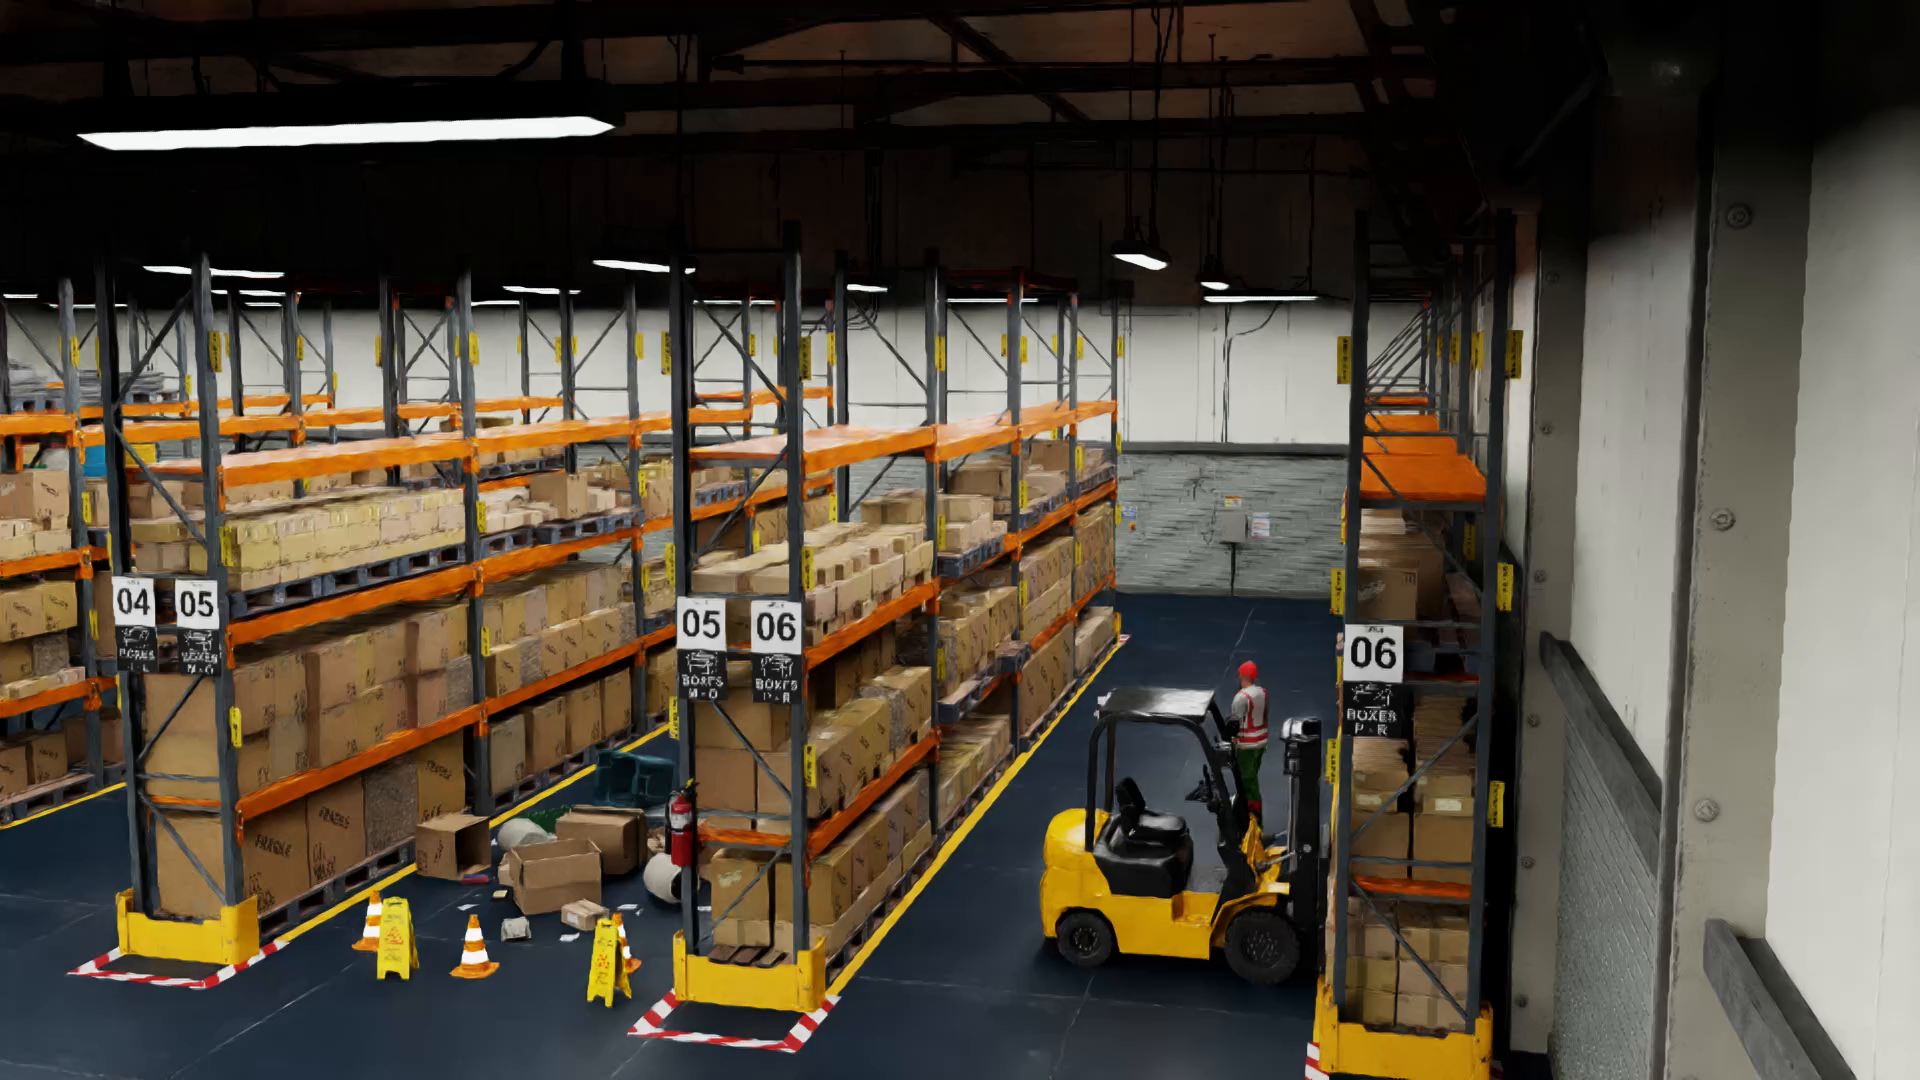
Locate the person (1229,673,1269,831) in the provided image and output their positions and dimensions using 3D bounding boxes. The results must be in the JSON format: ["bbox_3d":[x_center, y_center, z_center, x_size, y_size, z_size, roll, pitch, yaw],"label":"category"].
[{"bbox_3d":[2.994,2.165,17.458,0.575,1.739,0.661,5,9,38],"label":"person"}]
